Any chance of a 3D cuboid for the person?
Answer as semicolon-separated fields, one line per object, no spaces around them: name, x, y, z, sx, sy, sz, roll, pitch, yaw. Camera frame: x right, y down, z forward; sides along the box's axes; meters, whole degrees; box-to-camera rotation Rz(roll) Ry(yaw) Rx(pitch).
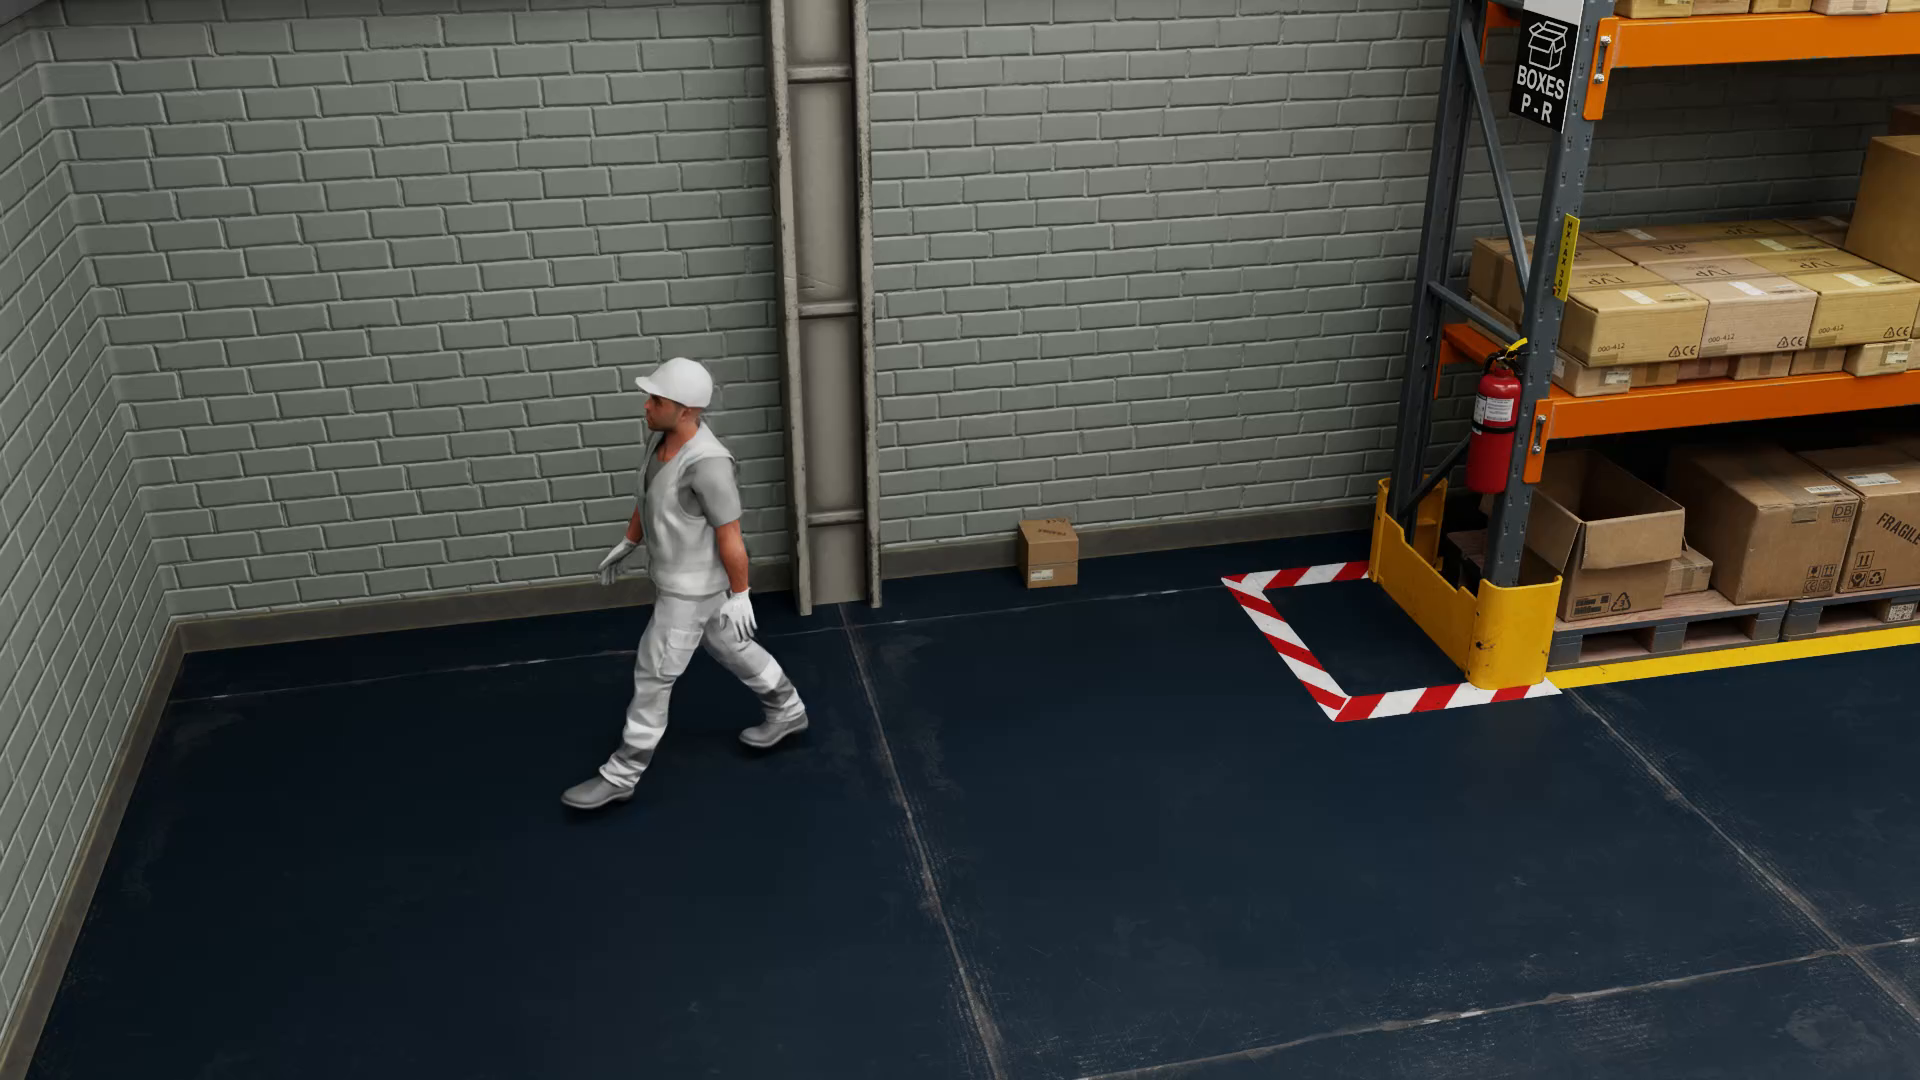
person;-1.101;0.193;6.339;1.053;1.608;0.605;-11;29;-21
